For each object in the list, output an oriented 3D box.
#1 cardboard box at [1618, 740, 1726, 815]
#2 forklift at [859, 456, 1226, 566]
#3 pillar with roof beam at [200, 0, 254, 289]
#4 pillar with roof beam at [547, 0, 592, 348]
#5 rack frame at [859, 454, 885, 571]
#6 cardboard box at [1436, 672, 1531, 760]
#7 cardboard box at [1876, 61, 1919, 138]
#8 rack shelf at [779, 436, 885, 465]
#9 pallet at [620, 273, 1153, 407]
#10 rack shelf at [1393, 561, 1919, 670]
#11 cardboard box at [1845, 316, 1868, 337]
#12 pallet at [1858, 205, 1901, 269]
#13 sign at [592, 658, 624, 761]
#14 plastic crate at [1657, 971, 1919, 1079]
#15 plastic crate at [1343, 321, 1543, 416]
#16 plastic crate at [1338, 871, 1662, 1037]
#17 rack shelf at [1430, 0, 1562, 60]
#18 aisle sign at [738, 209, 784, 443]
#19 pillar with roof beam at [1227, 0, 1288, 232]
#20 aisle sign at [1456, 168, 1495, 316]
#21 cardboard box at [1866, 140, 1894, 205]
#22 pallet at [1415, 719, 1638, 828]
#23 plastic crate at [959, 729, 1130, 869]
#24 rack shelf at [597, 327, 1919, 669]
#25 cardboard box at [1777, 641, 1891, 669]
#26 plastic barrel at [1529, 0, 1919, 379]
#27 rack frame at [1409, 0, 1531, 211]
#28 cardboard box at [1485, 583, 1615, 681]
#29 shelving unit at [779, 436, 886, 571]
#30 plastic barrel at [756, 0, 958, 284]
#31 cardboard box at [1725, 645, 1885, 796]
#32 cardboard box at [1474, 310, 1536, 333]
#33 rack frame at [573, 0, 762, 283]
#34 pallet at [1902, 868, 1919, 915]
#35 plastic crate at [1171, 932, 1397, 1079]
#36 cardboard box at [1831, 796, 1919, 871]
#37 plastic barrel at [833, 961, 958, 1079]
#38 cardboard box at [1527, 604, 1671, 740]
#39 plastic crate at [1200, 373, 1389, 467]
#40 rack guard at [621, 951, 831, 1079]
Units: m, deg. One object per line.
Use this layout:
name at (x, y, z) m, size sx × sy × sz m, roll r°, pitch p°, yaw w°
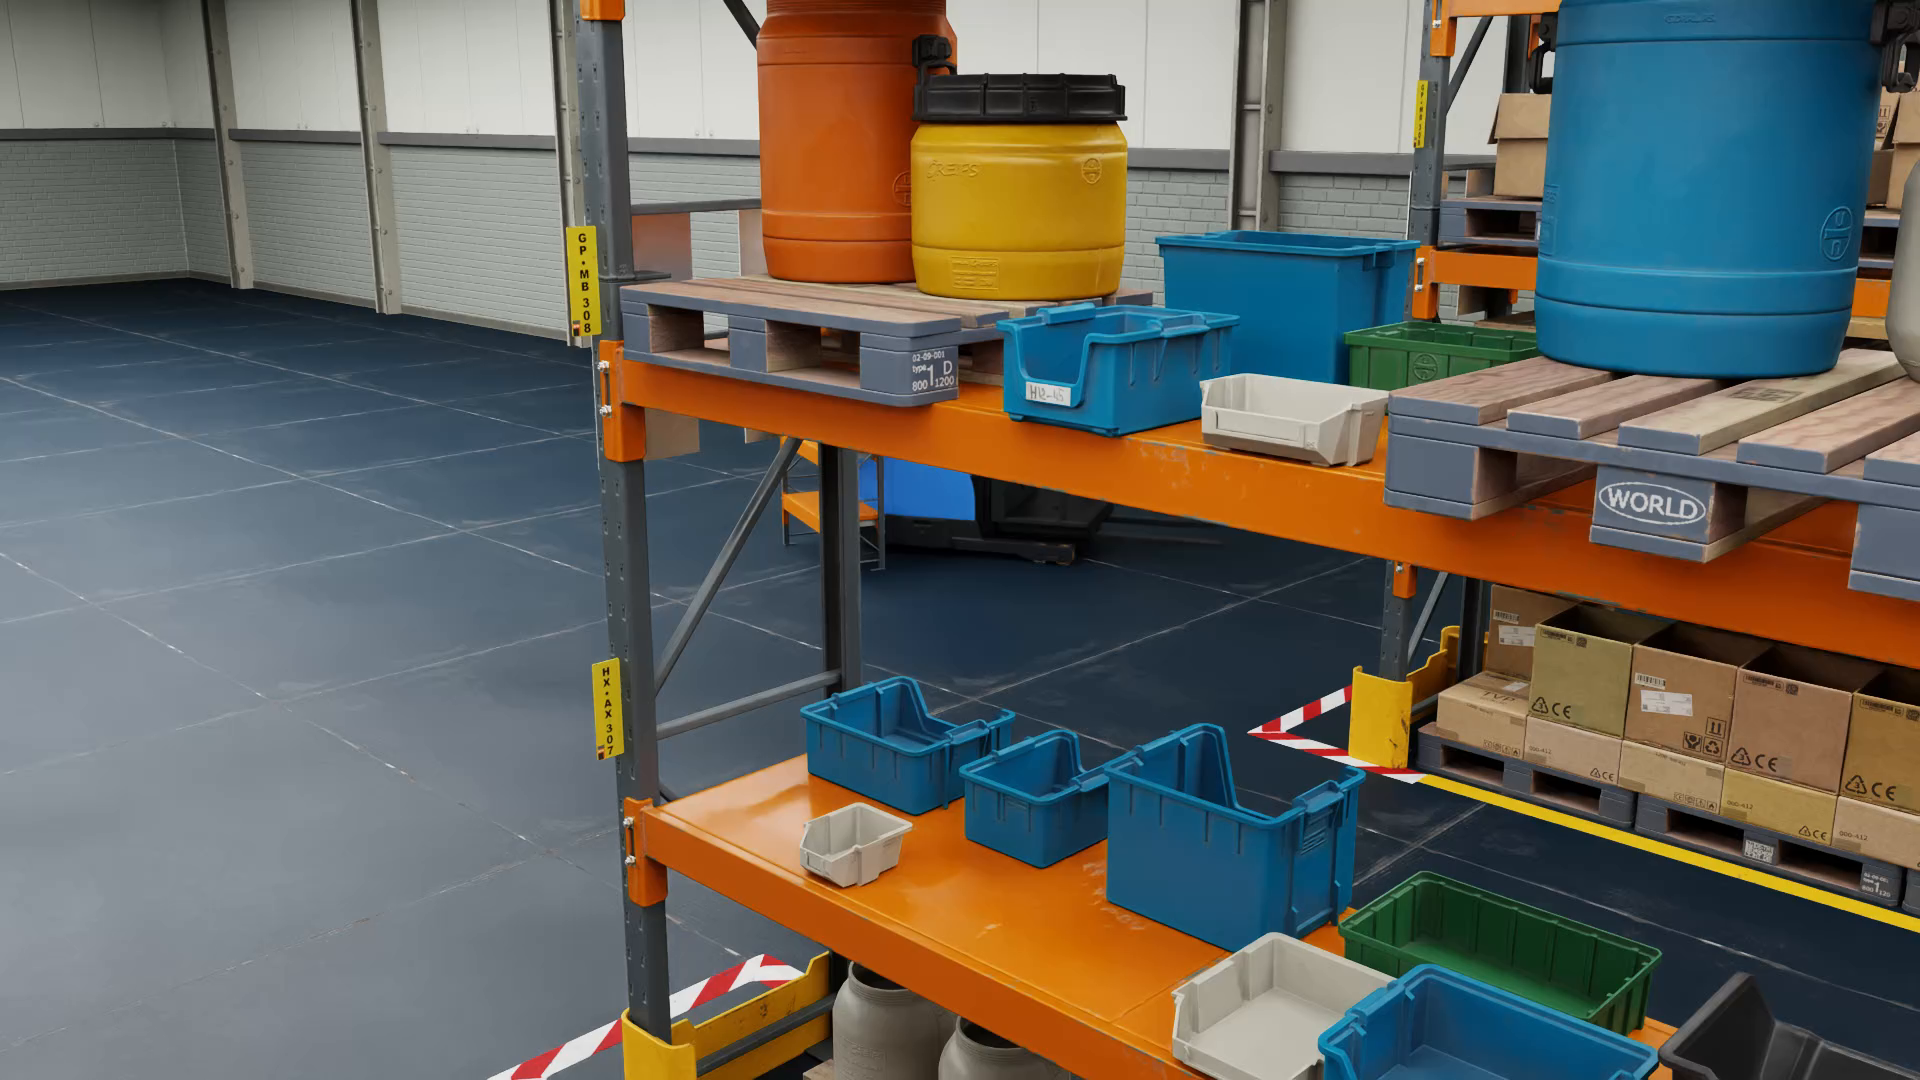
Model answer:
cardboard box at (3.649, 1.117, 8.318) m, size 0.500 × 0.250 × 0.500 m, roll 14°, pitch 20°, yaw 42°
forklift at (0.702, -1.362, 13.347) m, size 3.031 × 2.935 × 1.130 m, roll 4°, pitch 15°, yaw 16°
pillar with roof beam at (-17.349, -8.626, 29.189) m, size 0.400 × 9.000 × 9.100 m, roll 14°, pitch 20°, yaw 42°
pillar with roof beam at (-8.711, -6.525, 21.129) m, size 0.400 × 9.000 × 9.100 m, roll 14°, pitch 20°, yaw 42°
rack frame at (-0.823, -0.292, 12.824) m, size 0.500 × 1.125 × 0.032 m, roll -6°, pitch 16°, yaw -23°
cardboard box at (2.927, 0.942, 8.987) m, size 0.500 × 0.250 × 0.500 m, roll 14°, pitch 20°, yaw 42°
cardboard box at (6.566, -3.004, 11.342) m, size 0.500 × 0.500 × 0.500 m, roll 13°, pitch 20°, yaw 42°
rack shelf at (-1.027, -0.693, 13.200) m, size 0.538 × 0.278 × 1.000 m, roll -6°, pitch 16°, yaw -23°
pallet at (-0.218, -0.618, 4.782) m, size 1.213 × 0.211 × 1.003 m, roll 14°, pitch 20°, yaw 42°
rack shelf at (4.135, 0.379, 7.956) m, size 4.000 × 0.370 × 1.077 m, roll 14°, pitch 20°, yaw 42°
cardboard box at (6.266, -1.381, 12.054) m, size 0.500 × 0.500 × 0.500 m, roll 14°, pitch 20°, yaw 42°
pallet at (4.069, -1.386, 7.529) m, size 1.213 × 0.211 × 1.003 m, roll 14°, pitch 20°, yaw 42°
sign at (-1.131, 0.544, 5.345) m, size 0.005 × 0.325 × 0.100 m, roll 14°, pitch 20°, yaw 42°
plastic crate at (1.845, 1.195, 3.522) m, size 0.504 × 0.338 × 0.767 m, roll 14°, pitch 20°, yaw 42°
plastic crate at (1.187, -0.395, 3.972) m, size 0.450 × 0.188 × 0.336 m, roll 14°, pitch 20°, yaw 42°
plastic crate at (1.353, 1.093, 4.209) m, size 0.662 × 0.188 × 0.450 m, roll 14°, pitch 20°, yaw 42°
rack shelf at (4.135, -2.331, 7.250) m, size 4.000 × 0.370 × 1.077 m, roll 14°, pitch 20°, yaw 42°
aisle sign at (-0.591, -0.745, 5.688) m, size 0.004 × 0.787 × 0.394 m, roll 14°, pitch 20°, yaw 42°
pillar with roof beam at (-0.072, -4.425, 13.069) m, size 0.400 × 9.000 × 9.100 m, roll 14°, pitch 20°, yaw 42°
aisle sign at (2.852, -1.642, 9.129) m, size 0.004 × 0.787 × 0.394 m, roll 14°, pitch 20°, yaw 42°
cardboard box at (4.107, -1.748, 7.808) m, size 0.500 × 0.311 × 0.500 m, roll -12°, pitch 19°, yaw -38°
pallet at (3.275, 1.156, 9.075) m, size 1.213 × 0.211 × 1.003 m, roll 14°, pitch 20°, yaw 42°
plastic crate at (0.286, 0.799, 5.211) m, size 0.408 × 0.251 × 0.499 m, roll 14°, pitch 20°, yaw 42°
rack shelf at (0.694, -0.174, 4.129) m, size 4.000 × 0.370 × 1.077 m, roll 14°, pitch 20°, yaw 42°
cardboard box at (4.377, 0.745, 8.256) m, size 0.500 × 0.500 × 0.500 m, roll 14°, pitch 20°, yaw 42°
plastic barrel at (1.492, -0.812, 3.322) m, size 0.708 × 0.901 × 0.600 m, roll 14°, pitch 20°, yaw 42°
rack frame at (2.695, -3.222, 8.452) m, size 0.127 × 3.000 × 1.000 m, roll 14°, pitch 20°, yaw 42°
cardboard box at (3.288, 0.485, 9.255) m, size 0.500 × 0.500 × 0.500 m, roll 14°, pitch 20°, yaw 42°
shelving unit at (-1.027, -0.410, 13.274) m, size 0.538 × 1.125 × 1.048 m, roll -6°, pitch 16°, yaw -23°
plastic barrel at (-0.308, -1.221, 5.037) m, size 0.708 × 0.830 × 0.600 m, roll 14°, pitch 20°, yaw 42°
cardboard box at (4.005, 0.842, 7.883) m, size 0.500 × 0.500 × 0.500 m, roll 14°, pitch 20°, yaw 42°
cardboard box at (3.060, -0.902, 8.674) m, size 0.500 × 0.500 × 0.700 m, roll 14°, pitch 20°, yaw 42°
rack frame at (-0.746, -2.324, 5.004) m, size 0.127 × 3.000 × 1.000 m, roll 14°, pitch 20°, yaw 42°
pallet at (5.031, 1.583, 7.437) m, size 1.213 × 0.211 × 1.003 m, roll 14°, pitch 20°, yaw 42°
plastic crate at (0.789, 1.169, 4.021) m, size 0.437 × 0.136 × 0.530 m, roll 14°, pitch 20°, yaw 42°
cardboard box at (4.366, 1.293, 7.643) m, size 0.500 × 0.250 × 0.500 m, roll 14°, pitch 20°, yaw 42°
plastic barrel at (-0.219, 1.681, 5.632) m, size 0.421 × 0.512 × 0.421 m, roll 0°, pitch 15°, yaw 0°
cardboard box at (3.288, 0.667, 8.558) m, size 0.500 × 0.500 × 0.500 m, roll 14°, pitch 20°, yaw 42°
plastic crate at (0.698, -0.252, 3.525) m, size 0.396 × 0.136 × 0.243 m, roll 14°, pitch 20°, yaw 42°
rack guard at (-0.658, 1.794, 6.057) m, size 0.348 × 0.500 × 1.175 m, roll 14°, pitch 20°, yaw 42°
